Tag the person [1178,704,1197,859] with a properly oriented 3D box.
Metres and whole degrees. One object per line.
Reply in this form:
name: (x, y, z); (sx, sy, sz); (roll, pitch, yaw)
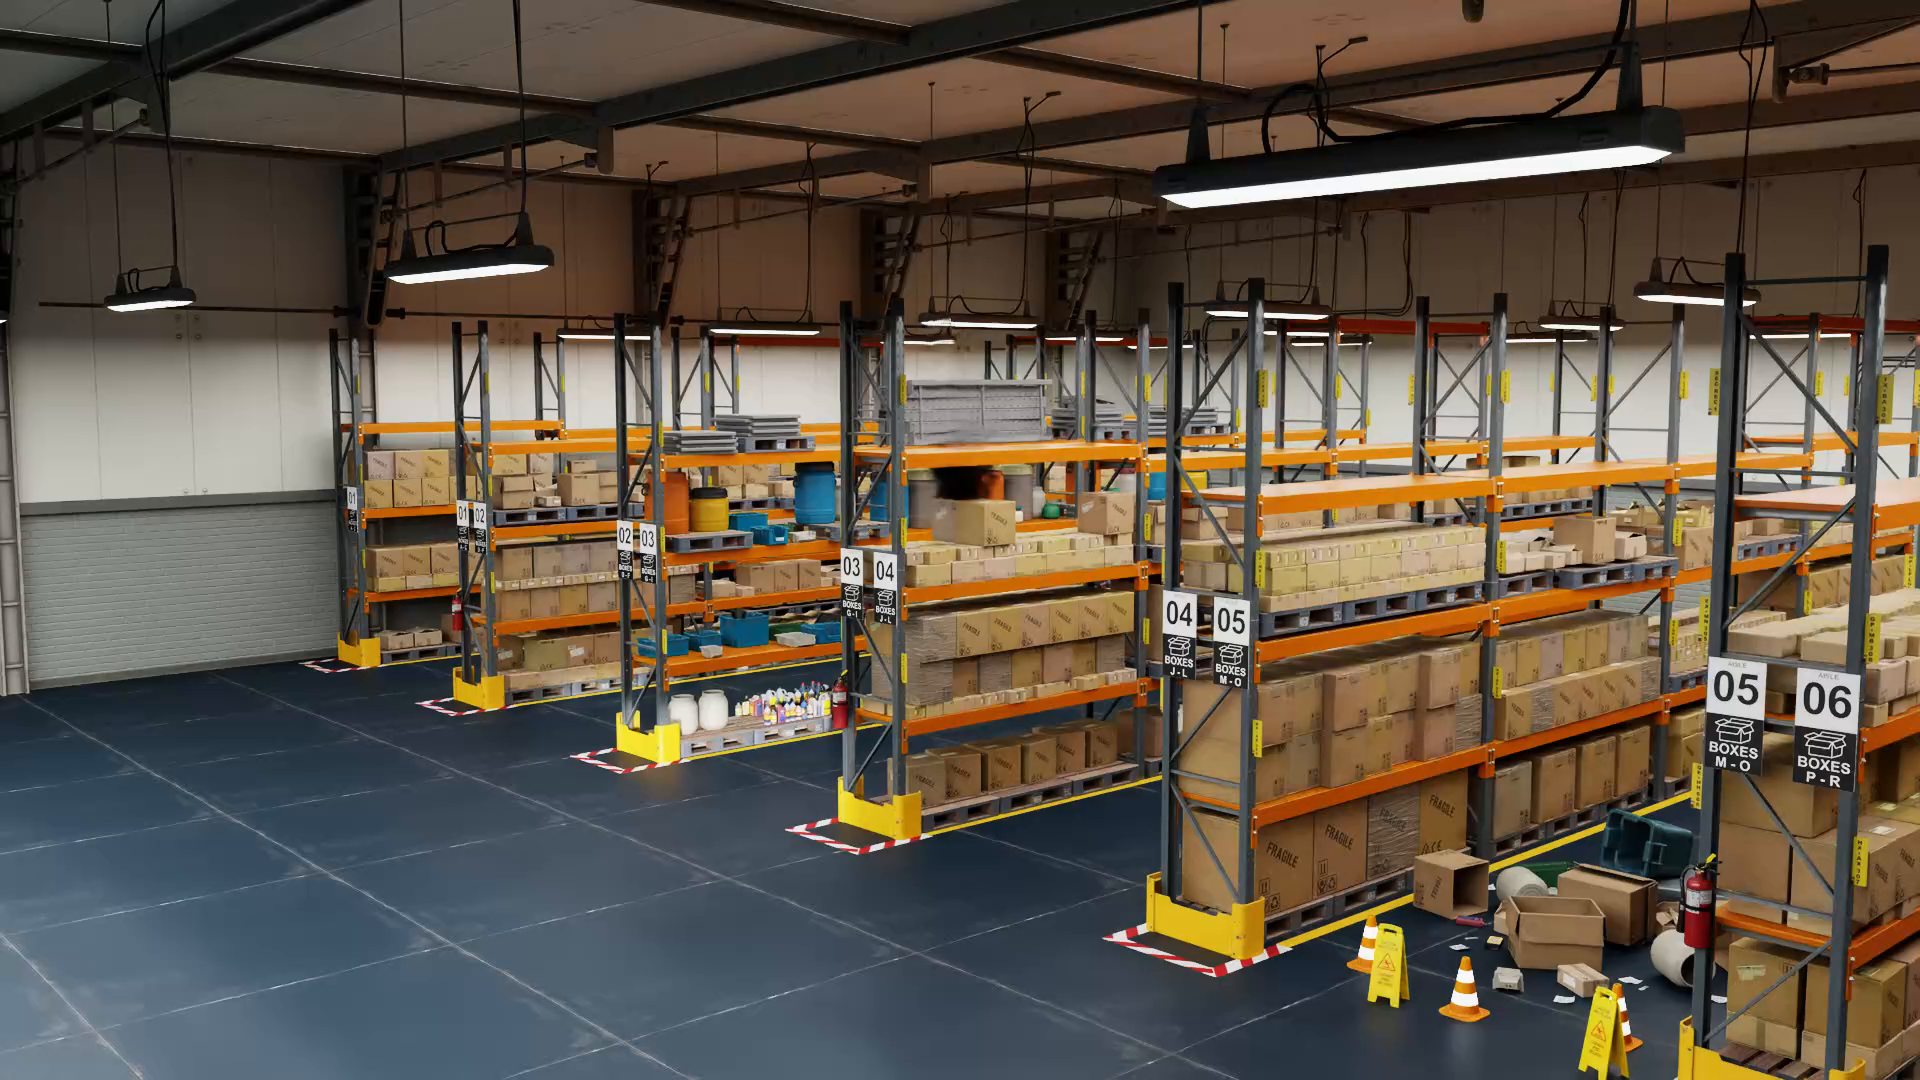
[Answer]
person: (2.442, 2.351, 17.376); (0.642, 1.821, 0.761); (5, 8, 43)
